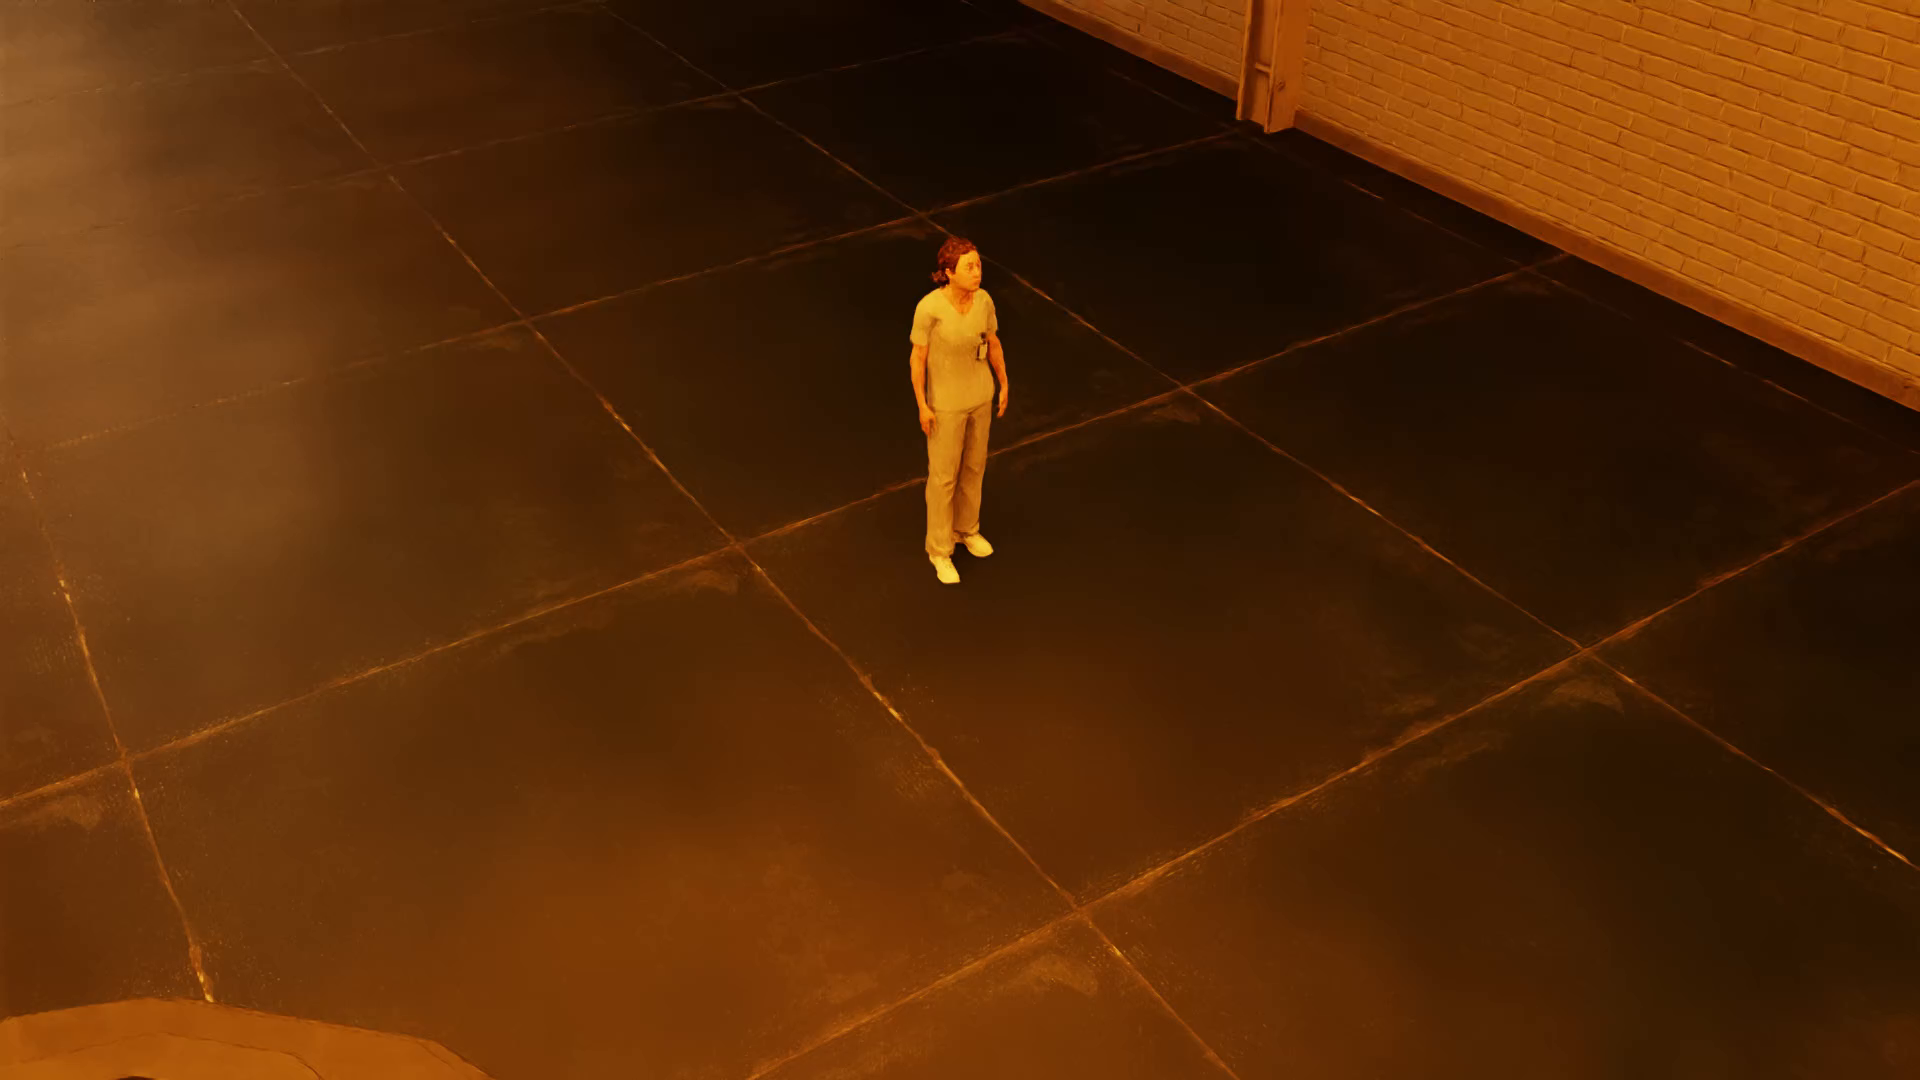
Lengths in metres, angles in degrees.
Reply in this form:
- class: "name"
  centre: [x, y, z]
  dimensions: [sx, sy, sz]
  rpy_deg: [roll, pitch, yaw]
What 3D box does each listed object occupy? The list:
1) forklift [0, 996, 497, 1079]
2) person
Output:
- class: "forklift"
  centre: [-1.234, 2.331, 2.830]
  dimensions: [1.130, 2.935, 3.031]
  rpy_deg: [6, 36, 9]
- class: "person"
  centre: [0.034, -0.643, 8.152]
  dimensions: [0.550, 1.663, 0.532]
  rpy_deg: [-21, 40, -27]
